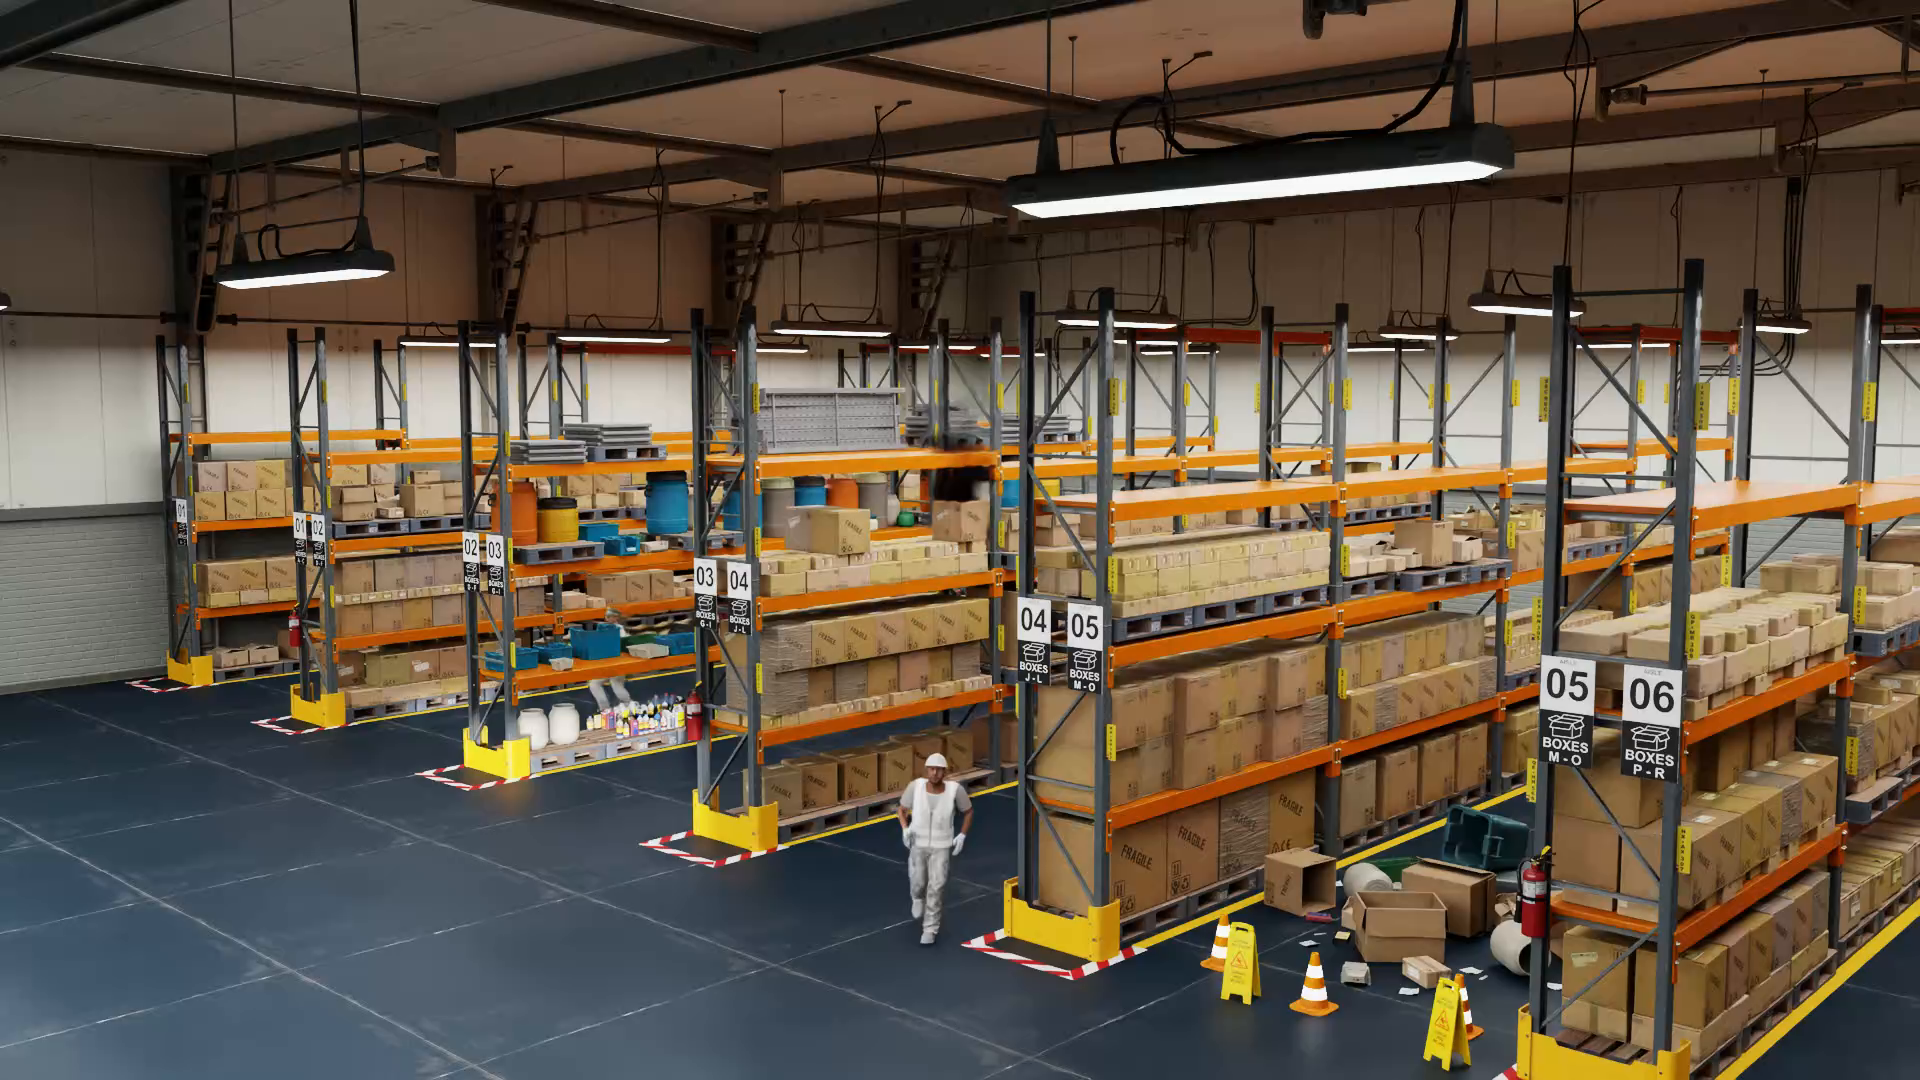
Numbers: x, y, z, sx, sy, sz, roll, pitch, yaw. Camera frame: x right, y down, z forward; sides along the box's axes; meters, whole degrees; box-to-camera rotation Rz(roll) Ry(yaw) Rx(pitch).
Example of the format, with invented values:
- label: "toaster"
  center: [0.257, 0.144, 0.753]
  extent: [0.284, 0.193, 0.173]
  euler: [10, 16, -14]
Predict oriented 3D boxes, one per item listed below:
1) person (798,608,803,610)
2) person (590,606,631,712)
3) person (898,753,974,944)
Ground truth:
- label: "person"
  center: [-2.823, 1.687, 28.154]
  extent: [0.565, 1.632, 0.599]
  euler: [4, 6, 34]
- label: "person"
  center: [-5.327, 1.914, 25.351]
  extent: [0.634, 1.828, 0.744]
  euler: [4, 7, 39]
- label: "person"
  center: [-0.223, 2.837, 15.577]
  extent: [0.712, 1.760, 0.746]
  euler: [0, 5, -3]
